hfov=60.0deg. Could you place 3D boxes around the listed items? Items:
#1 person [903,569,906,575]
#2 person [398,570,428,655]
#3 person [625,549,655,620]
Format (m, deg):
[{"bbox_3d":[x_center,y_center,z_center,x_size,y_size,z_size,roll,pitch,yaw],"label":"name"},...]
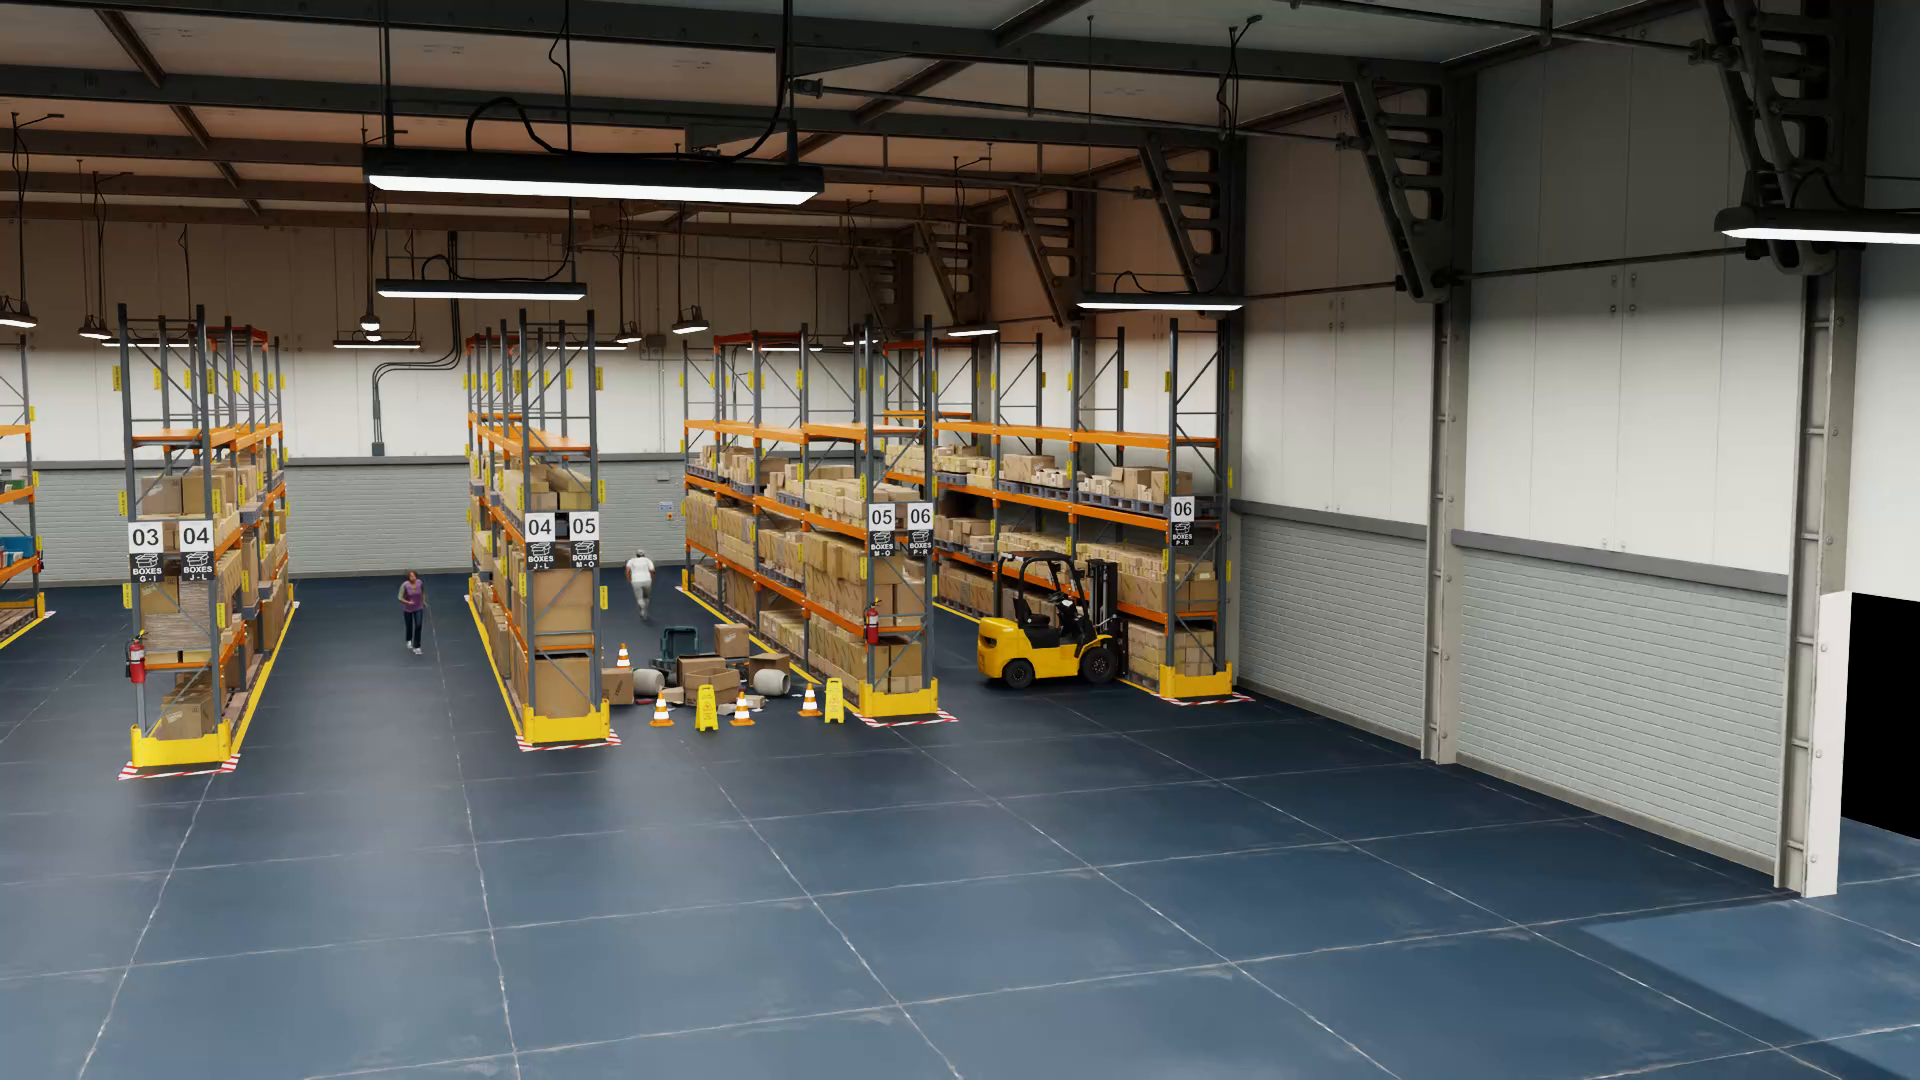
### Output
[{"bbox_3d":[-1.336,1.109,31.646,0.715,1.755,1.030,-2,6,-22],"label":"person"},{"bbox_3d":[-10.134,1.307,30.770,0.529,1.568,0.880,-2,6,-24],"label":"person"},{"bbox_3d":[-6.725,0.954,34.977,0.613,1.485,0.929,-2,6,-15],"label":"person"}]
